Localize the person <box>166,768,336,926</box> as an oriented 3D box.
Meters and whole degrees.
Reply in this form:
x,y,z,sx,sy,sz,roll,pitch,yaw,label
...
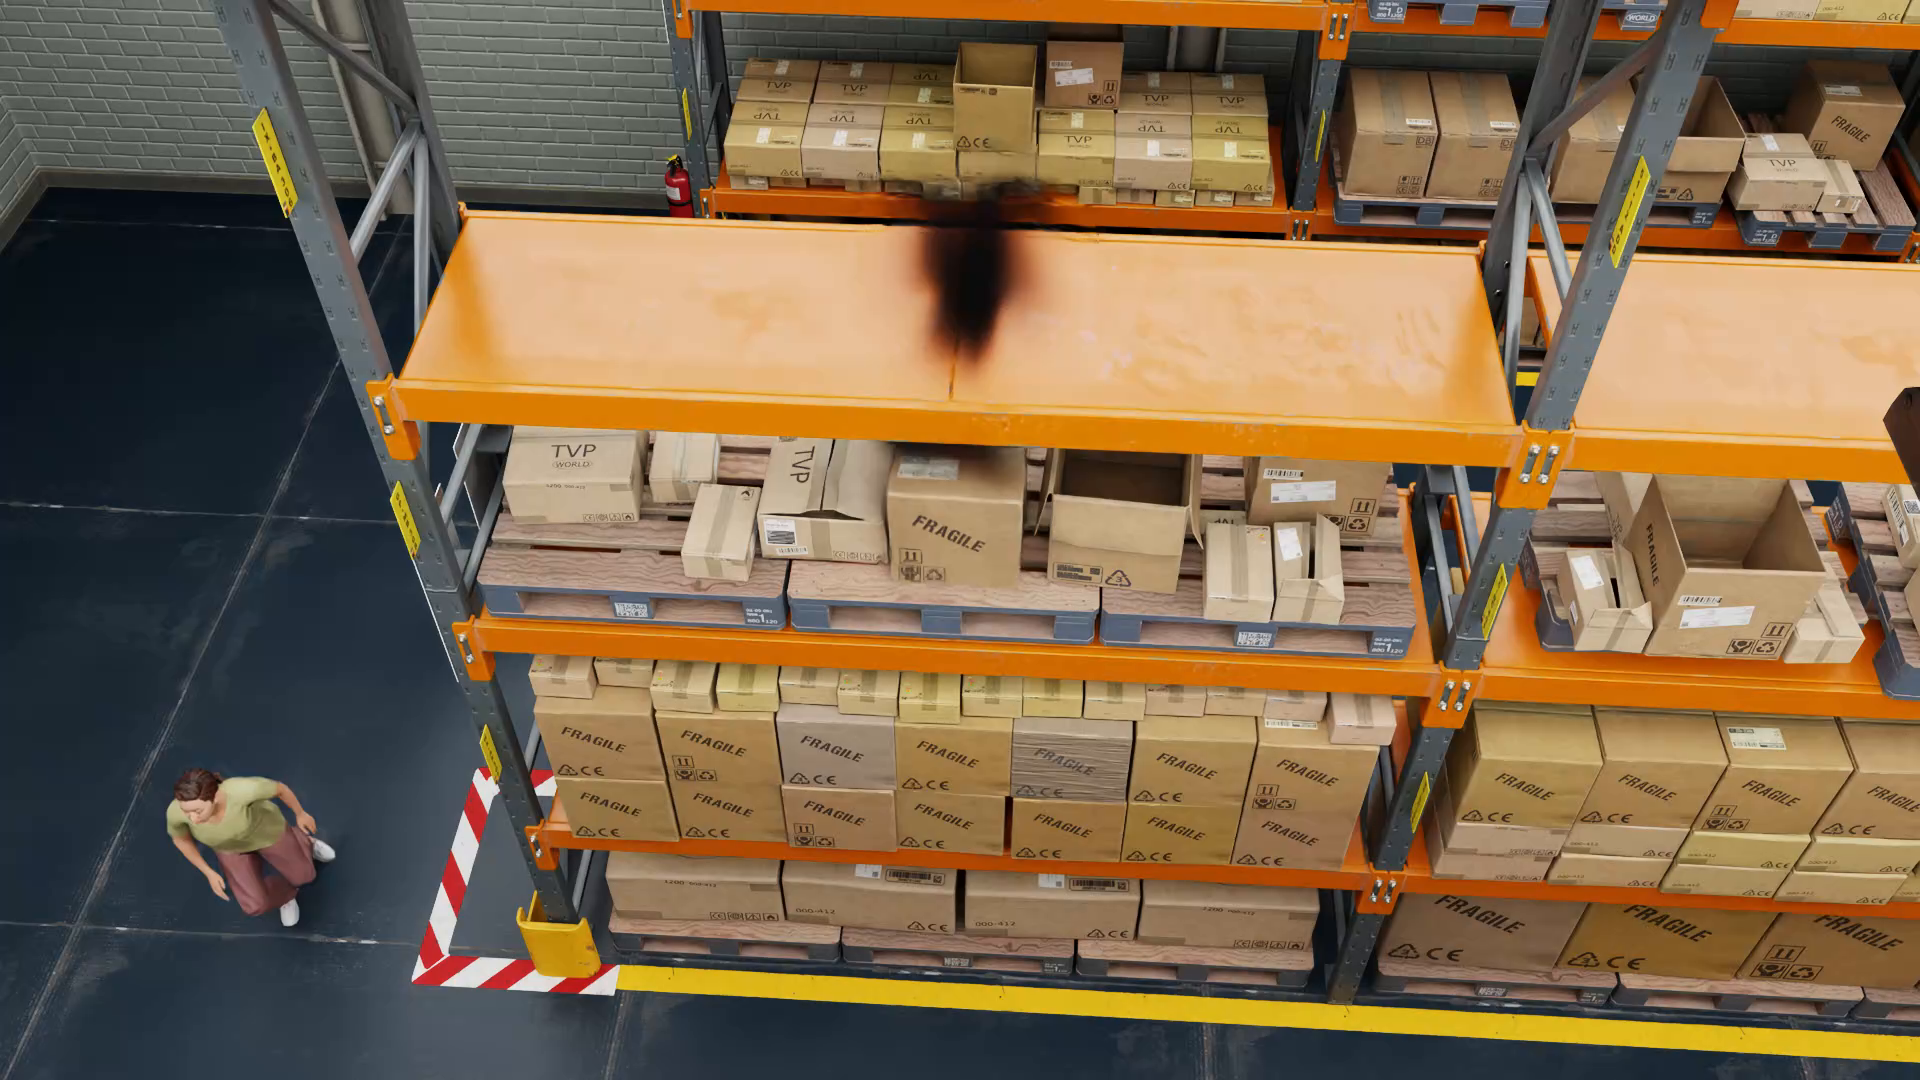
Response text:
x,y,z,sx,sy,sz,roll,pitch,yaw,label
-3.562,1.446,8.341,0.602,1.518,0.746,-13,49,-12,person
